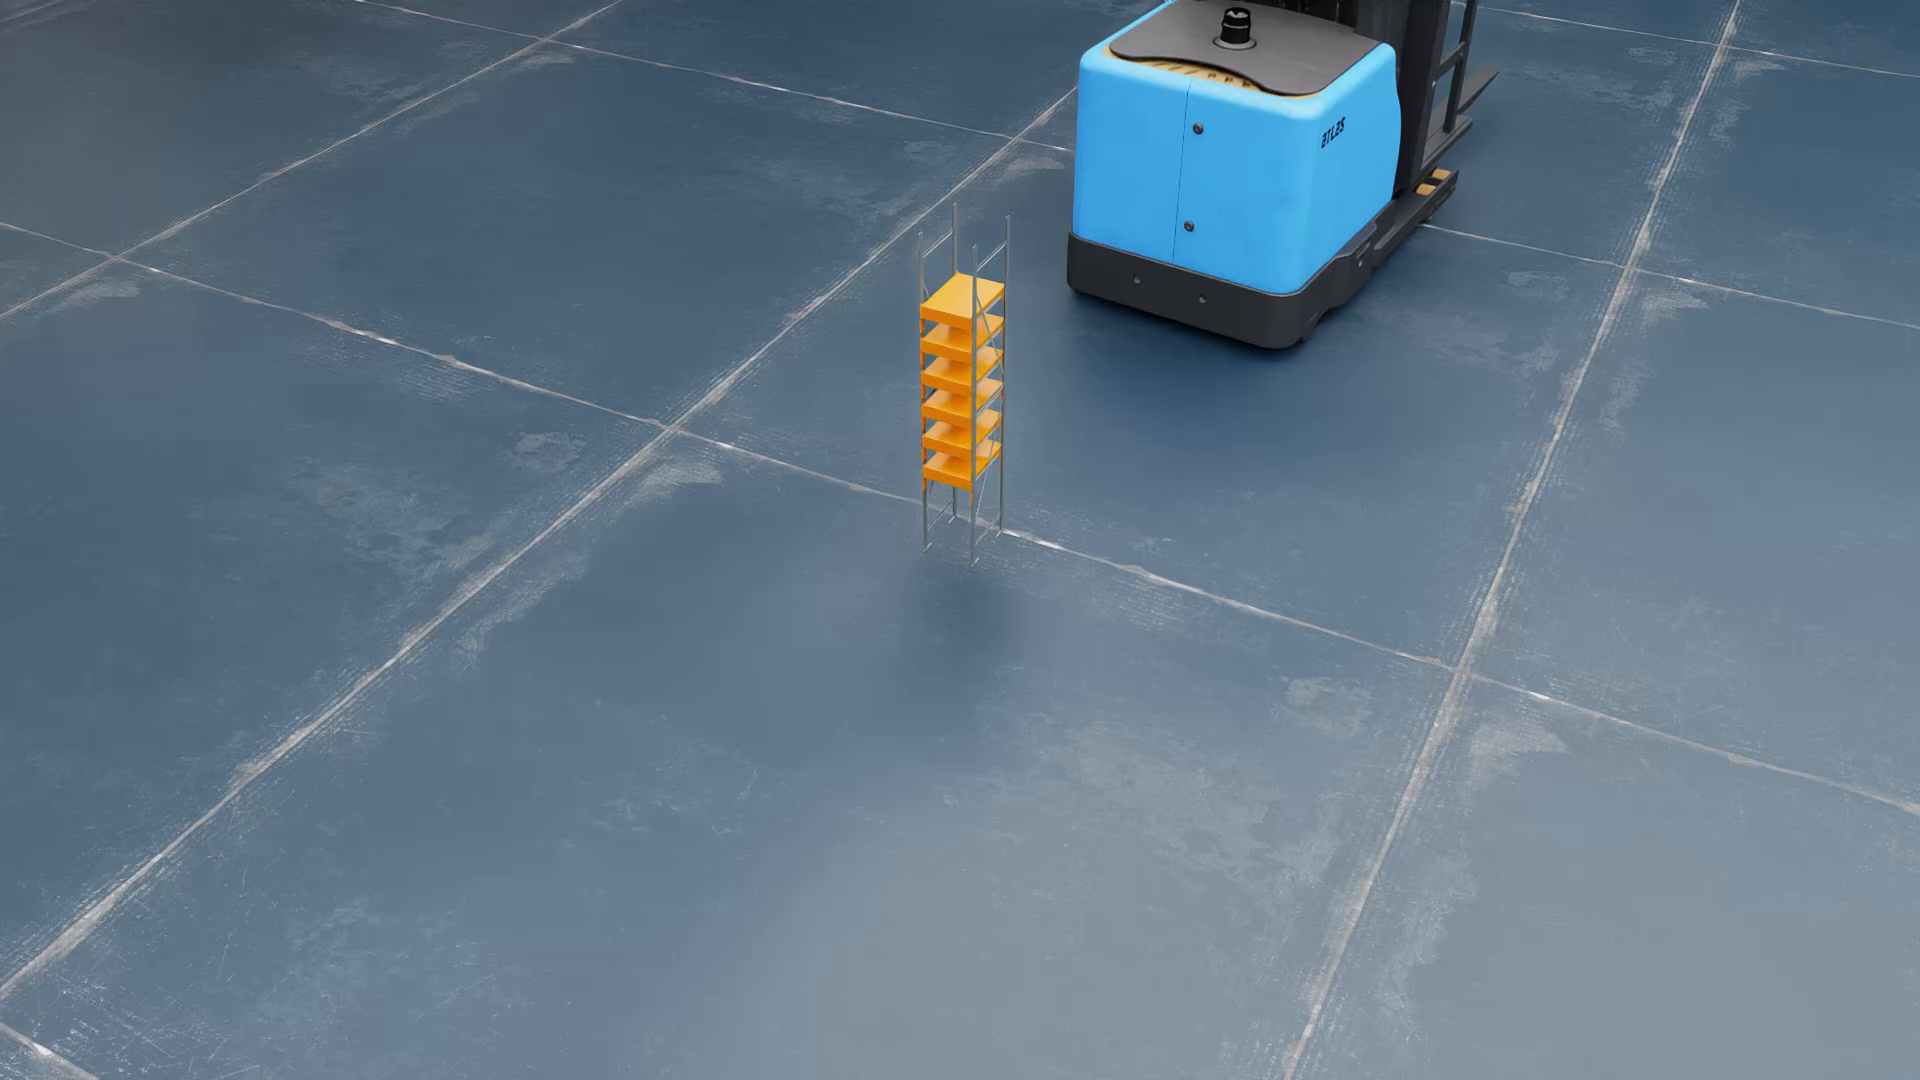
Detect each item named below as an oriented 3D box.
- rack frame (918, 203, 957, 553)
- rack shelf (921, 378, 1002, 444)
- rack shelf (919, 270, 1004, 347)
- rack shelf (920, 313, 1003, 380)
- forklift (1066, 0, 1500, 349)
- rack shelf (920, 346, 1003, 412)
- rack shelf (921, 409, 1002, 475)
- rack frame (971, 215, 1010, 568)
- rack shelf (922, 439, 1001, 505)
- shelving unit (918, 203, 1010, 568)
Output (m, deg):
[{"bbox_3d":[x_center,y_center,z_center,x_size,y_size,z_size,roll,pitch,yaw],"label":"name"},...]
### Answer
[{"bbox_3d":[-0.068,-0.499,5.415,0.006,1.200,0.240,17,41,21],"label":"rack frame"},{"bbox_3d":[0.013,-0.438,5.409,0.180,0.103,0.258,17,41,21],"label":"rack shelf"},{"bbox_3d":[0.013,-0.725,5.191,0.180,0.103,0.258,17,41,21],"label":"rack shelf"},{"bbox_3d":[0.013,-0.630,5.264,0.180,0.103,0.258,17,41,21],"label":"rack shelf"},{"bbox_3d":[1.682,-2.788,6.998,1.130,2.935,3.031,22,42,26],"label":"forklift"},{"bbox_3d":[0.013,-0.534,5.336,0.180,0.103,0.258,17,41,21],"label":"rack shelf"},{"bbox_3d":[0.013,-0.343,5.481,0.180,0.103,0.258,17,41,21],"label":"rack shelf"},{"bbox_3d":[0.094,-0.448,5.348,0.006,1.200,0.240,17,41,21],"label":"rack frame"},{"bbox_3d":[0.013,-0.247,5.554,0.180,0.103,0.258,17,41,21],"label":"rack shelf"},{"bbox_3d":[0.013,-0.474,5.382,0.189,1.200,0.258,17,41,21],"label":"shelving unit"}]
